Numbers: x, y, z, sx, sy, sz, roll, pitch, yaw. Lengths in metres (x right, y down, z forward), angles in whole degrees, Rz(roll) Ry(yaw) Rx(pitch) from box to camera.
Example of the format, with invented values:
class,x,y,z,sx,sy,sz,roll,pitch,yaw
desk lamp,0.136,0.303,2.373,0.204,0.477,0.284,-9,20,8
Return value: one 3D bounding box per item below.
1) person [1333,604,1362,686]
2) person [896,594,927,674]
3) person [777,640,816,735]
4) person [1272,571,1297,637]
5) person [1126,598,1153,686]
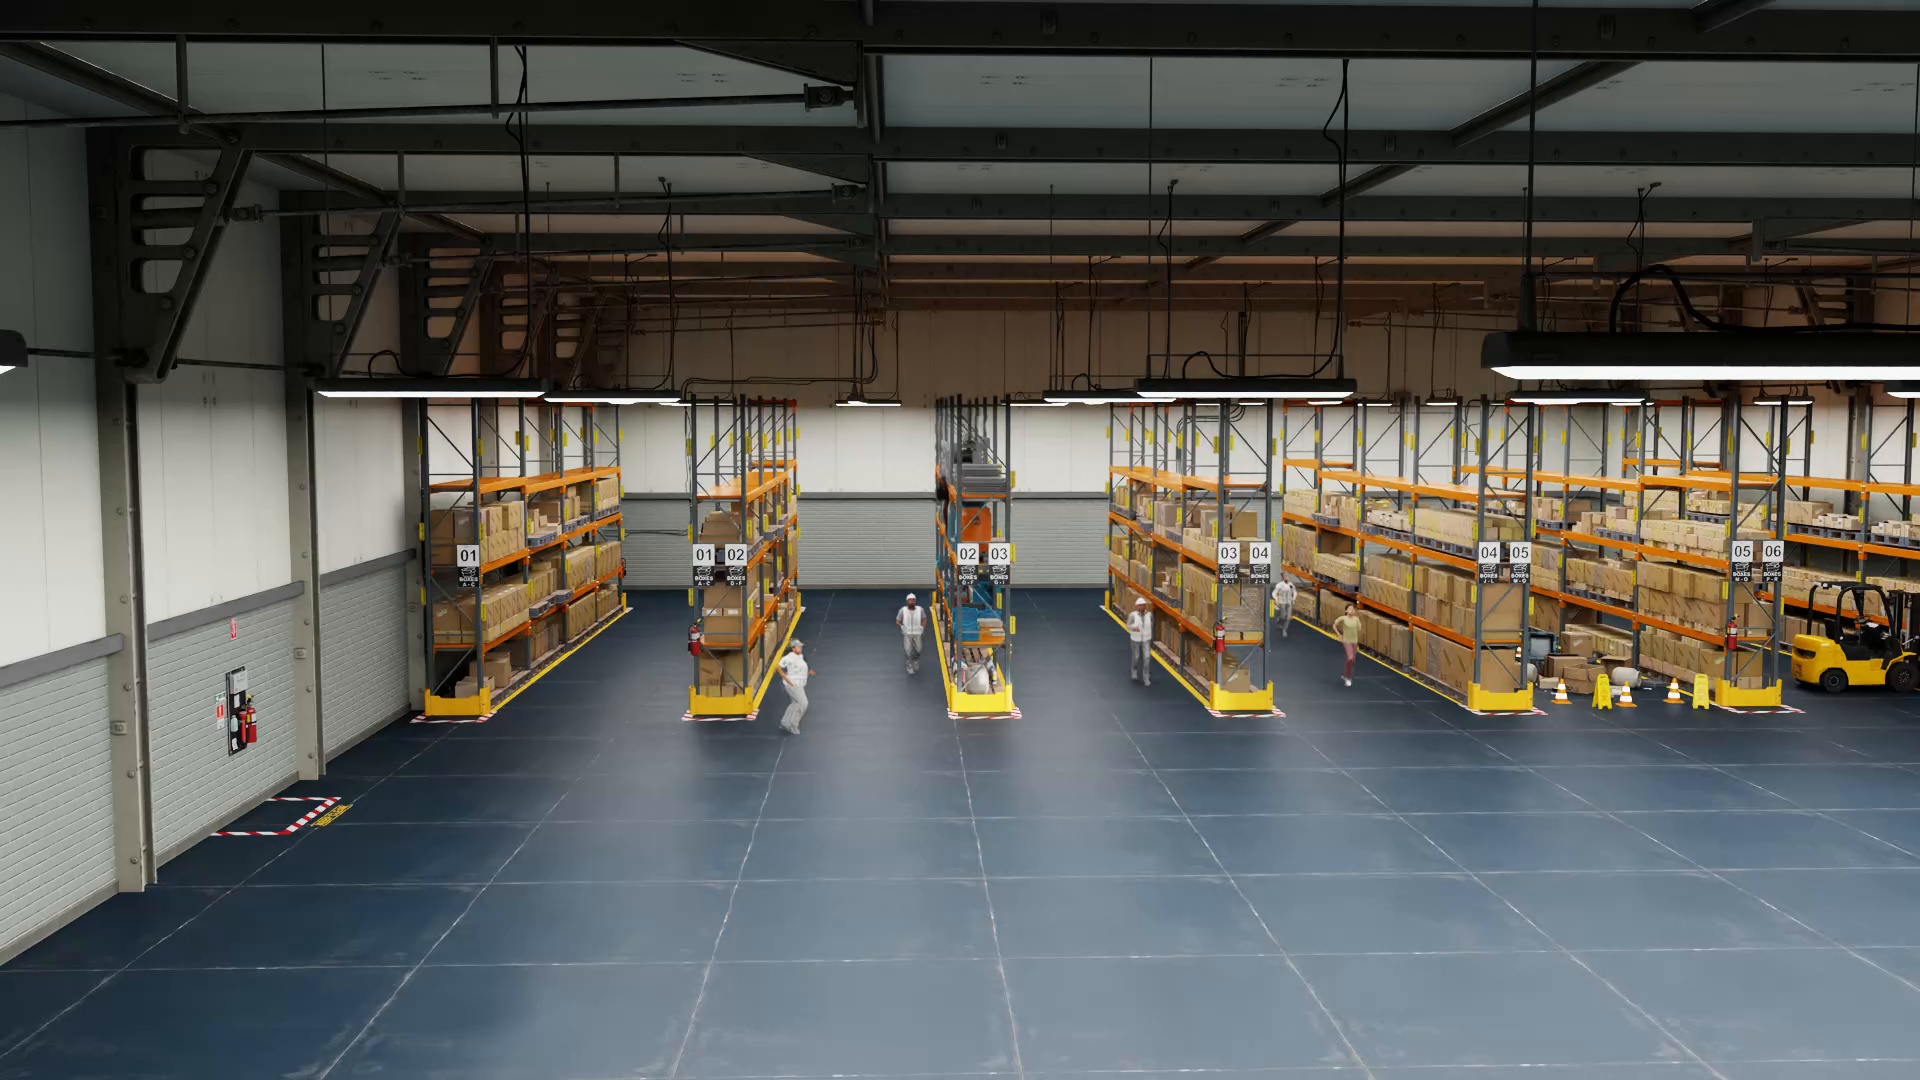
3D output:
class,x,y,z,sx,sy,sz,roll,pitch,yaw
person,8.097,2.173,34.553,0.559,1.706,0.645,-1,5,-16
person,-1.039,2.031,35.814,0.668,1.735,0.610,-1,5,-7
person,-2.888,2.600,29.339,0.693,1.687,0.579,2,5,20
person,8.221,1.611,42.041,0.629,1.664,0.550,0,5,-4
person,3.762,2.095,34.754,0.610,1.805,0.877,0,4,-2
